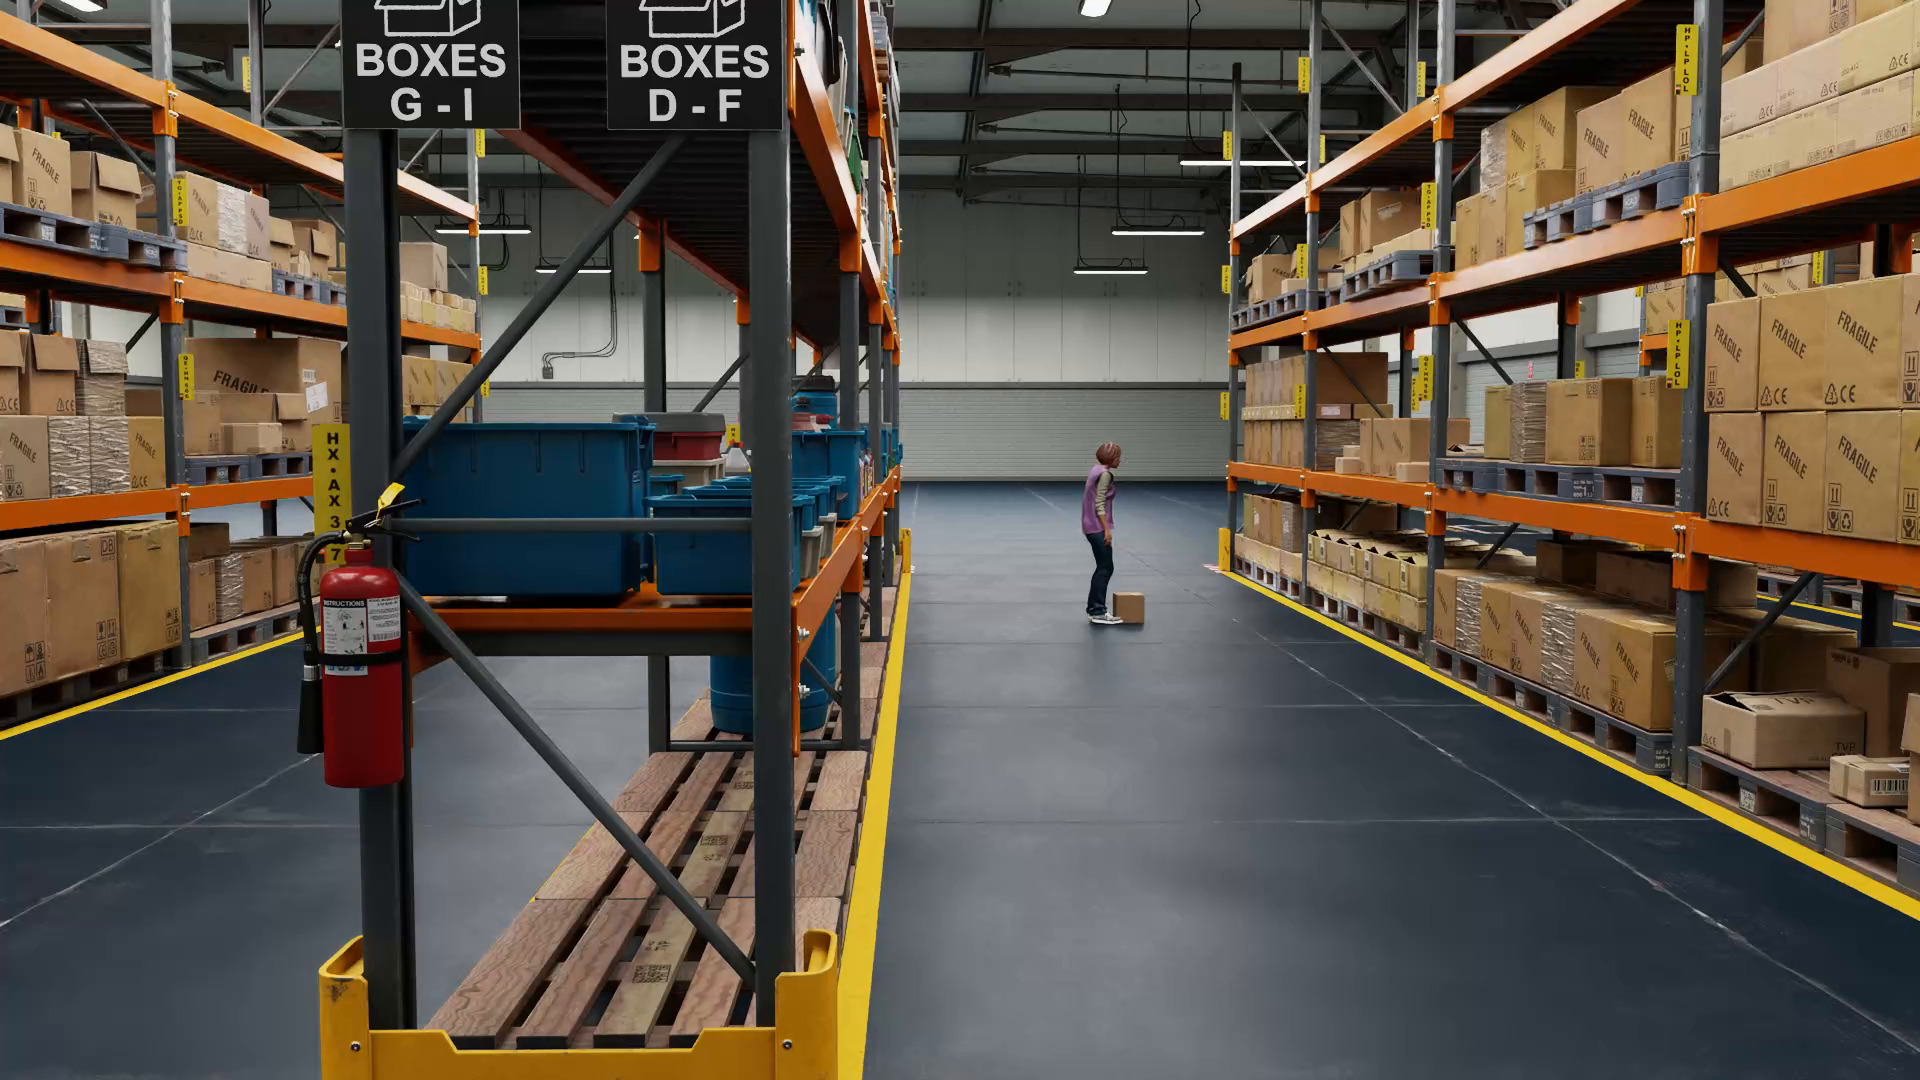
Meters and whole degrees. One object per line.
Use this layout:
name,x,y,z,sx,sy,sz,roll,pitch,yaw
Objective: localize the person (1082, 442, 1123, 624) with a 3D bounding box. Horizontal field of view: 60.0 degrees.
person,1.254,-0.068,14.716,0.345,1.593,0.460,0,4,-1
